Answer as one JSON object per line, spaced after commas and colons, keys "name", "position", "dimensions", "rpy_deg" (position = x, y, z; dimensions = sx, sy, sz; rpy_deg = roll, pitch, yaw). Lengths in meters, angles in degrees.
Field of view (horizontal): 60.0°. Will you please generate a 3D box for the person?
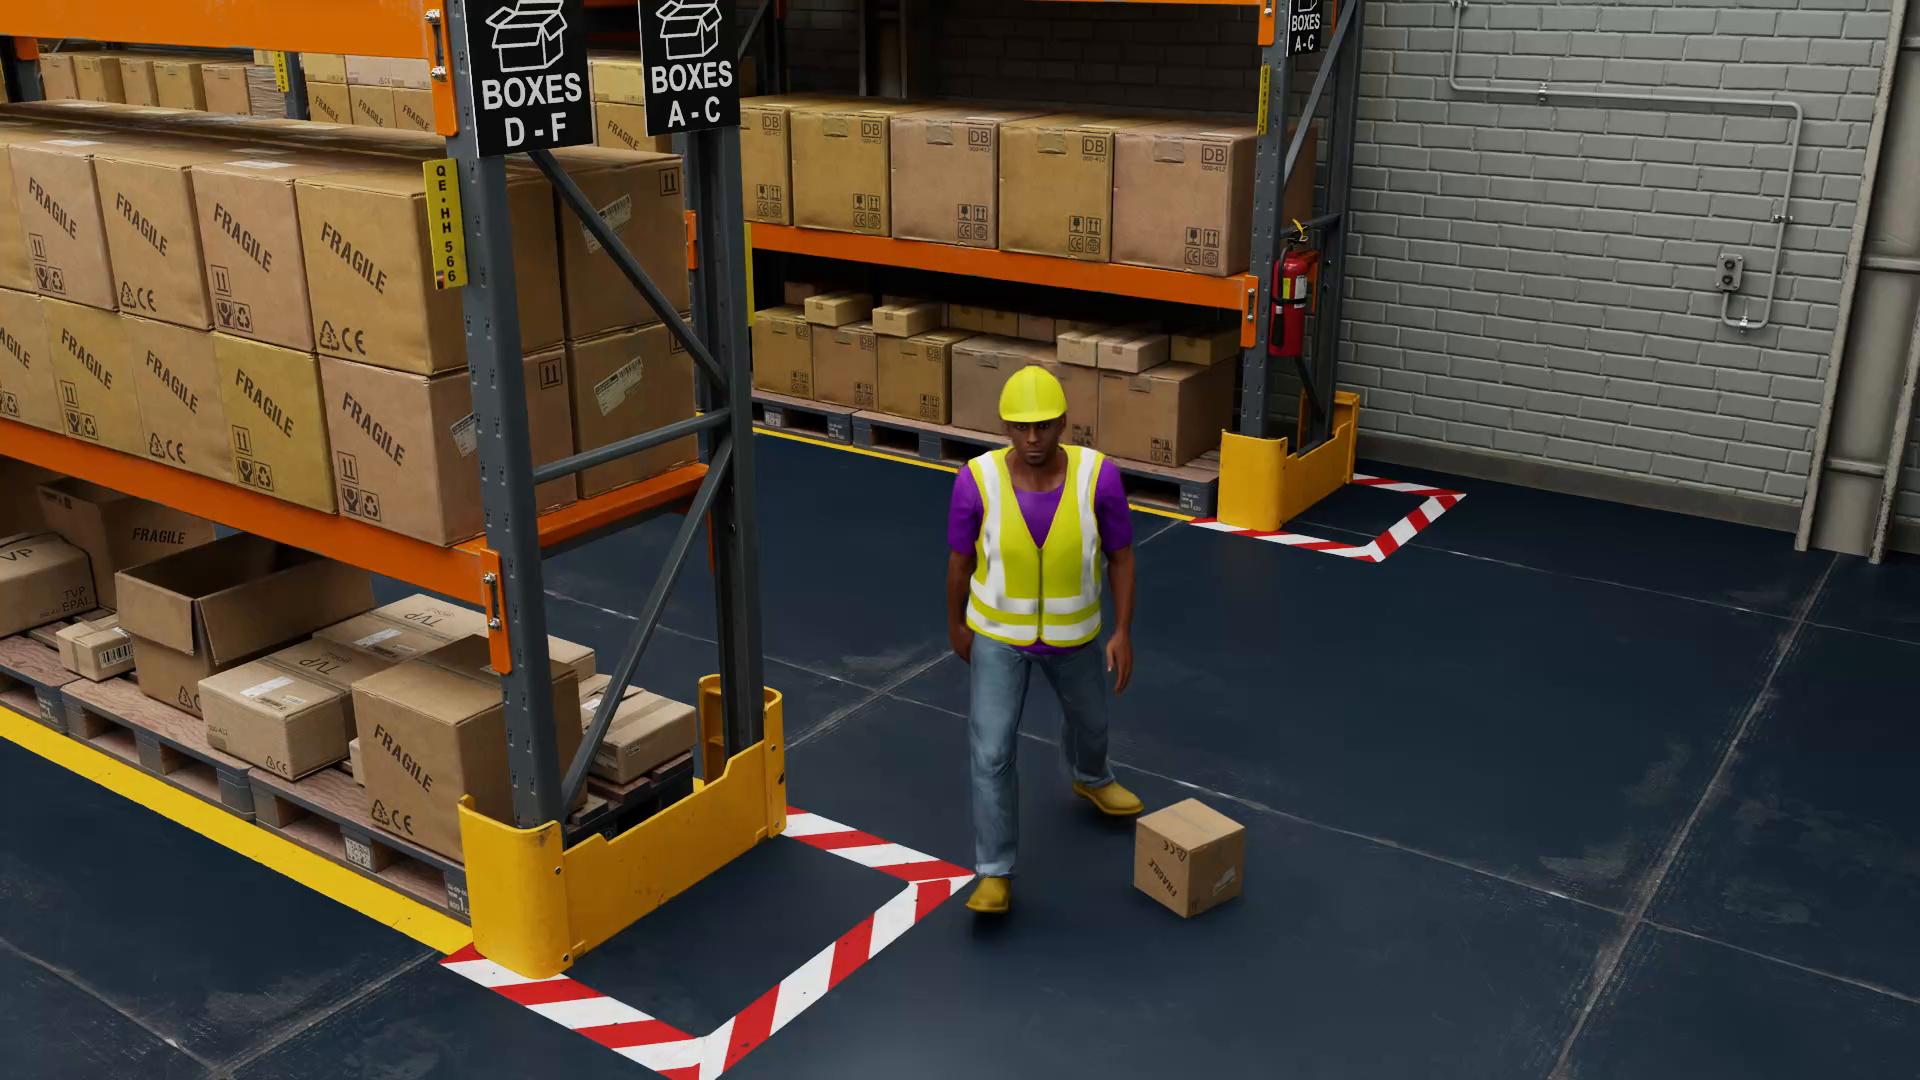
{"name": "person", "position": [0.312, 0.280, 5.310], "dimensions": [0.701, 1.742, 0.862], "rpy_deg": [-2, 20, -5]}
